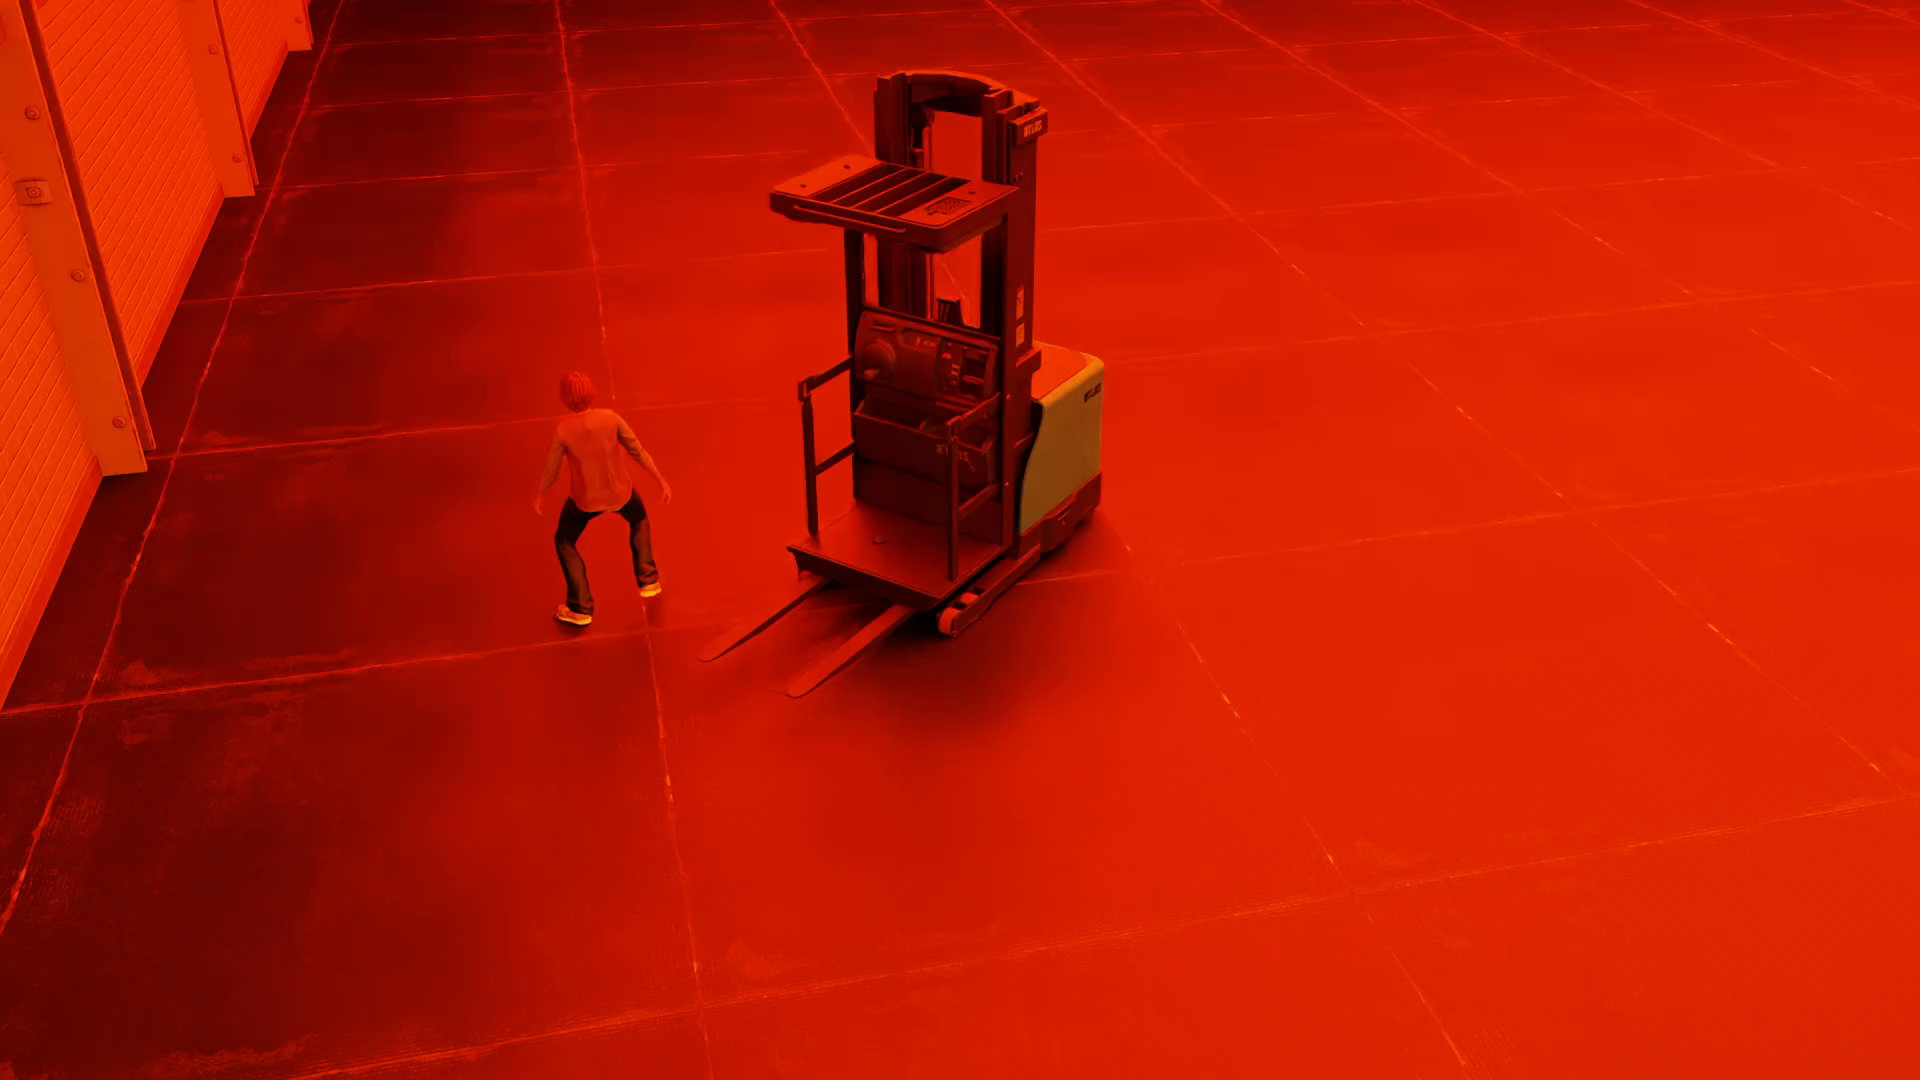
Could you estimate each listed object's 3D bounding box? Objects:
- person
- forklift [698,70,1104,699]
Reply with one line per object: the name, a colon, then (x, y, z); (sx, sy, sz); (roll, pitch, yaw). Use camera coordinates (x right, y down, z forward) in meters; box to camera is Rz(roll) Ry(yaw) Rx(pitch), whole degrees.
person: (-2.042, -0.271, 9.480); (0.764, 1.506, 0.447); (-8, 31, -13)
forklift: (-0.312, -0.982, 9.270); (1.130, 2.935, 3.031); (18, 35, 28)
